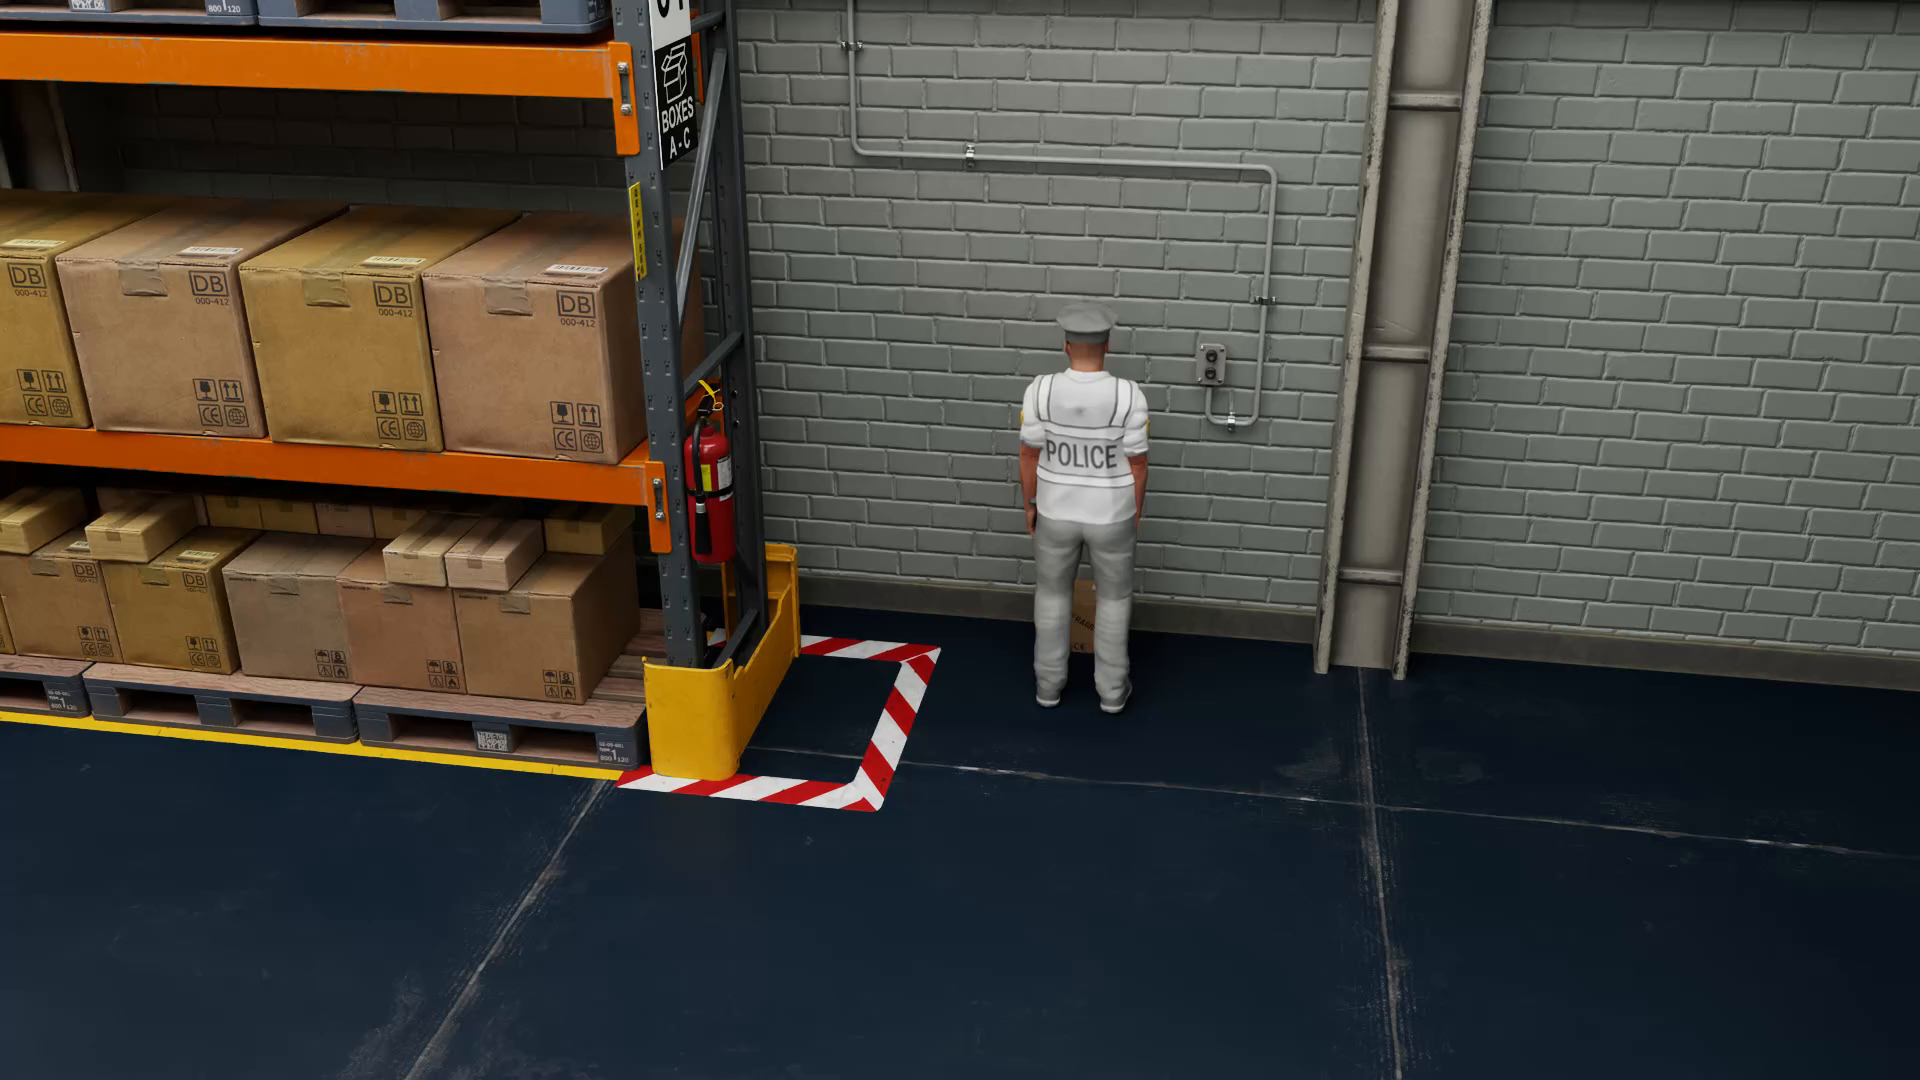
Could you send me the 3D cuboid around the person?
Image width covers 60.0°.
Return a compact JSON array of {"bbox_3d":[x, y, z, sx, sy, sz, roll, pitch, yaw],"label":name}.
[{"bbox_3d":[0.506,-0.121,6.870,0.528,1.751,0.393,5,25,10],"label":"person"}]
